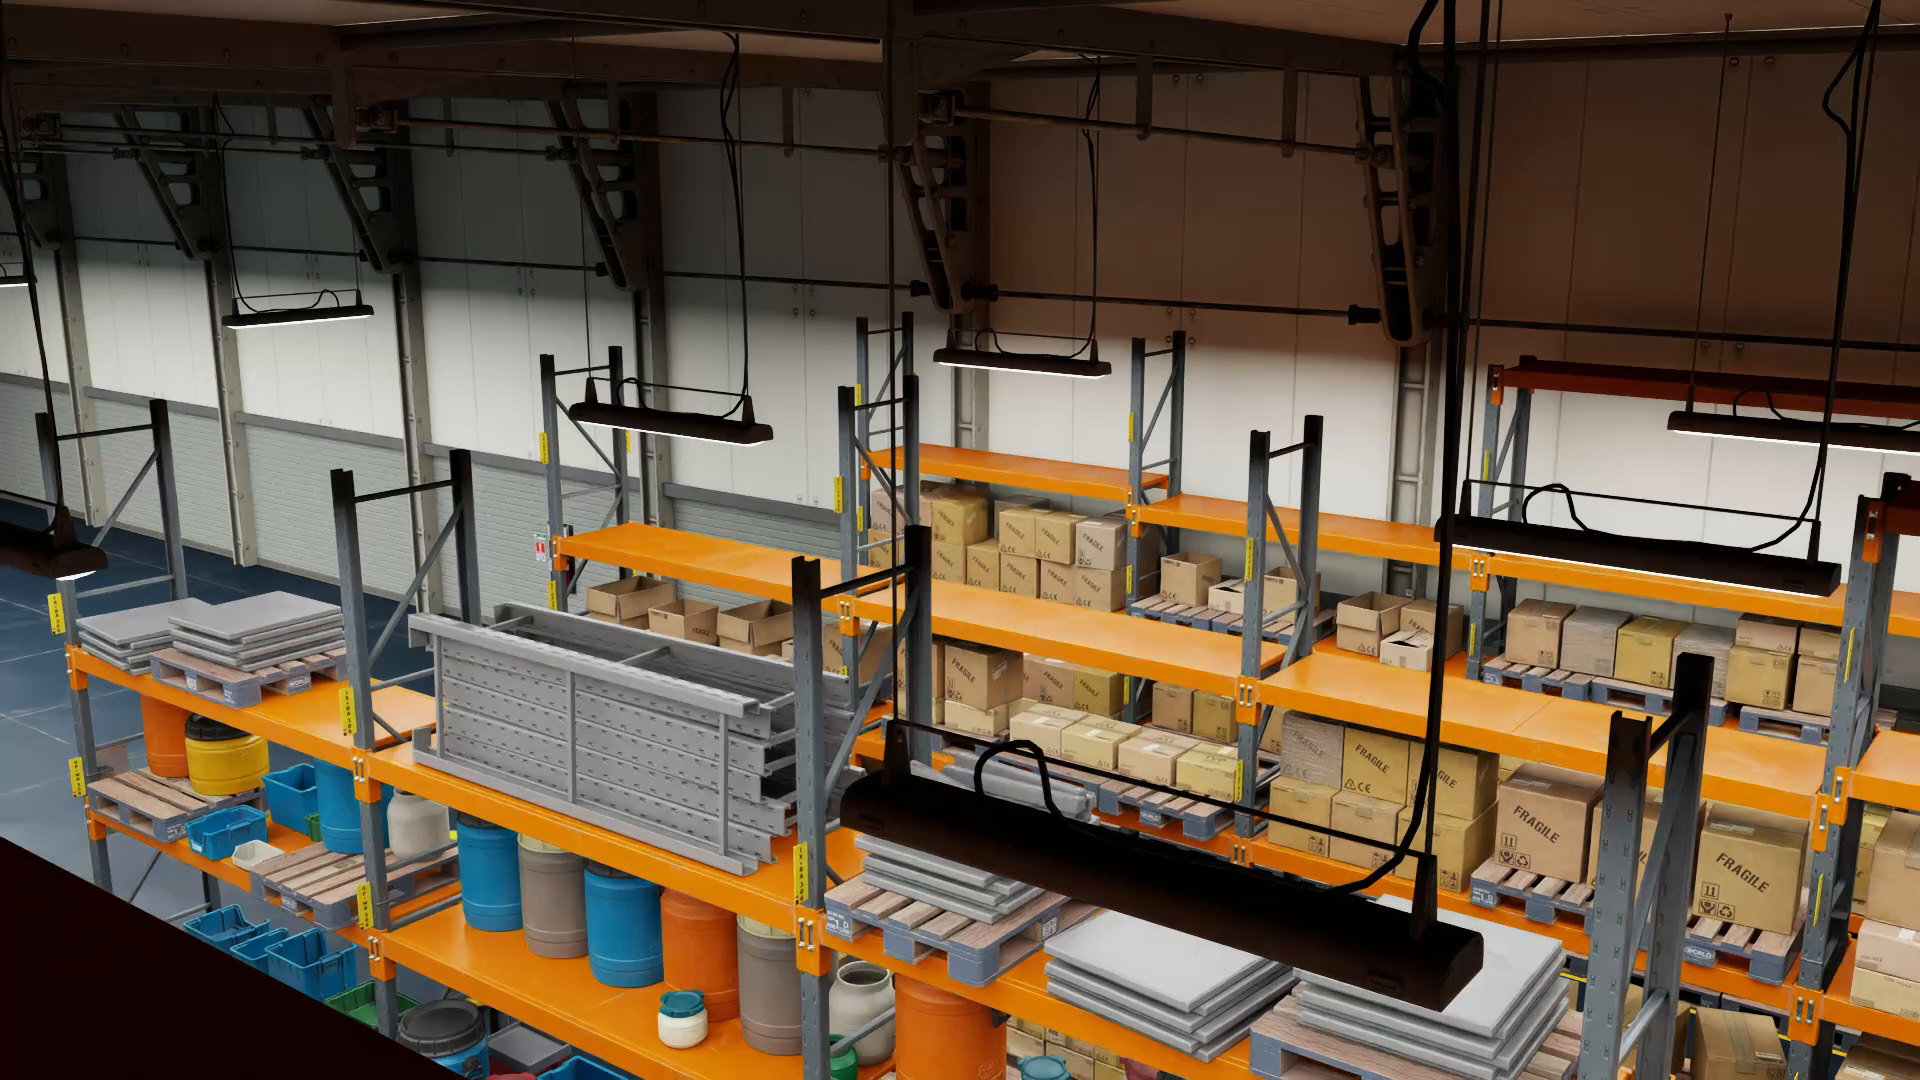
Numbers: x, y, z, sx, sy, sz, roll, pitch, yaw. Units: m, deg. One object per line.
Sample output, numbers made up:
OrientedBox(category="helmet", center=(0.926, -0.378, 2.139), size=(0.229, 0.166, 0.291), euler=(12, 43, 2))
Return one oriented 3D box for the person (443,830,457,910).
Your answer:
OrientedBox(category="person", center=(-4.649, 3.553, 15.822), size=(0.483, 1.697, 0.629), euler=(4, 14, 17))
